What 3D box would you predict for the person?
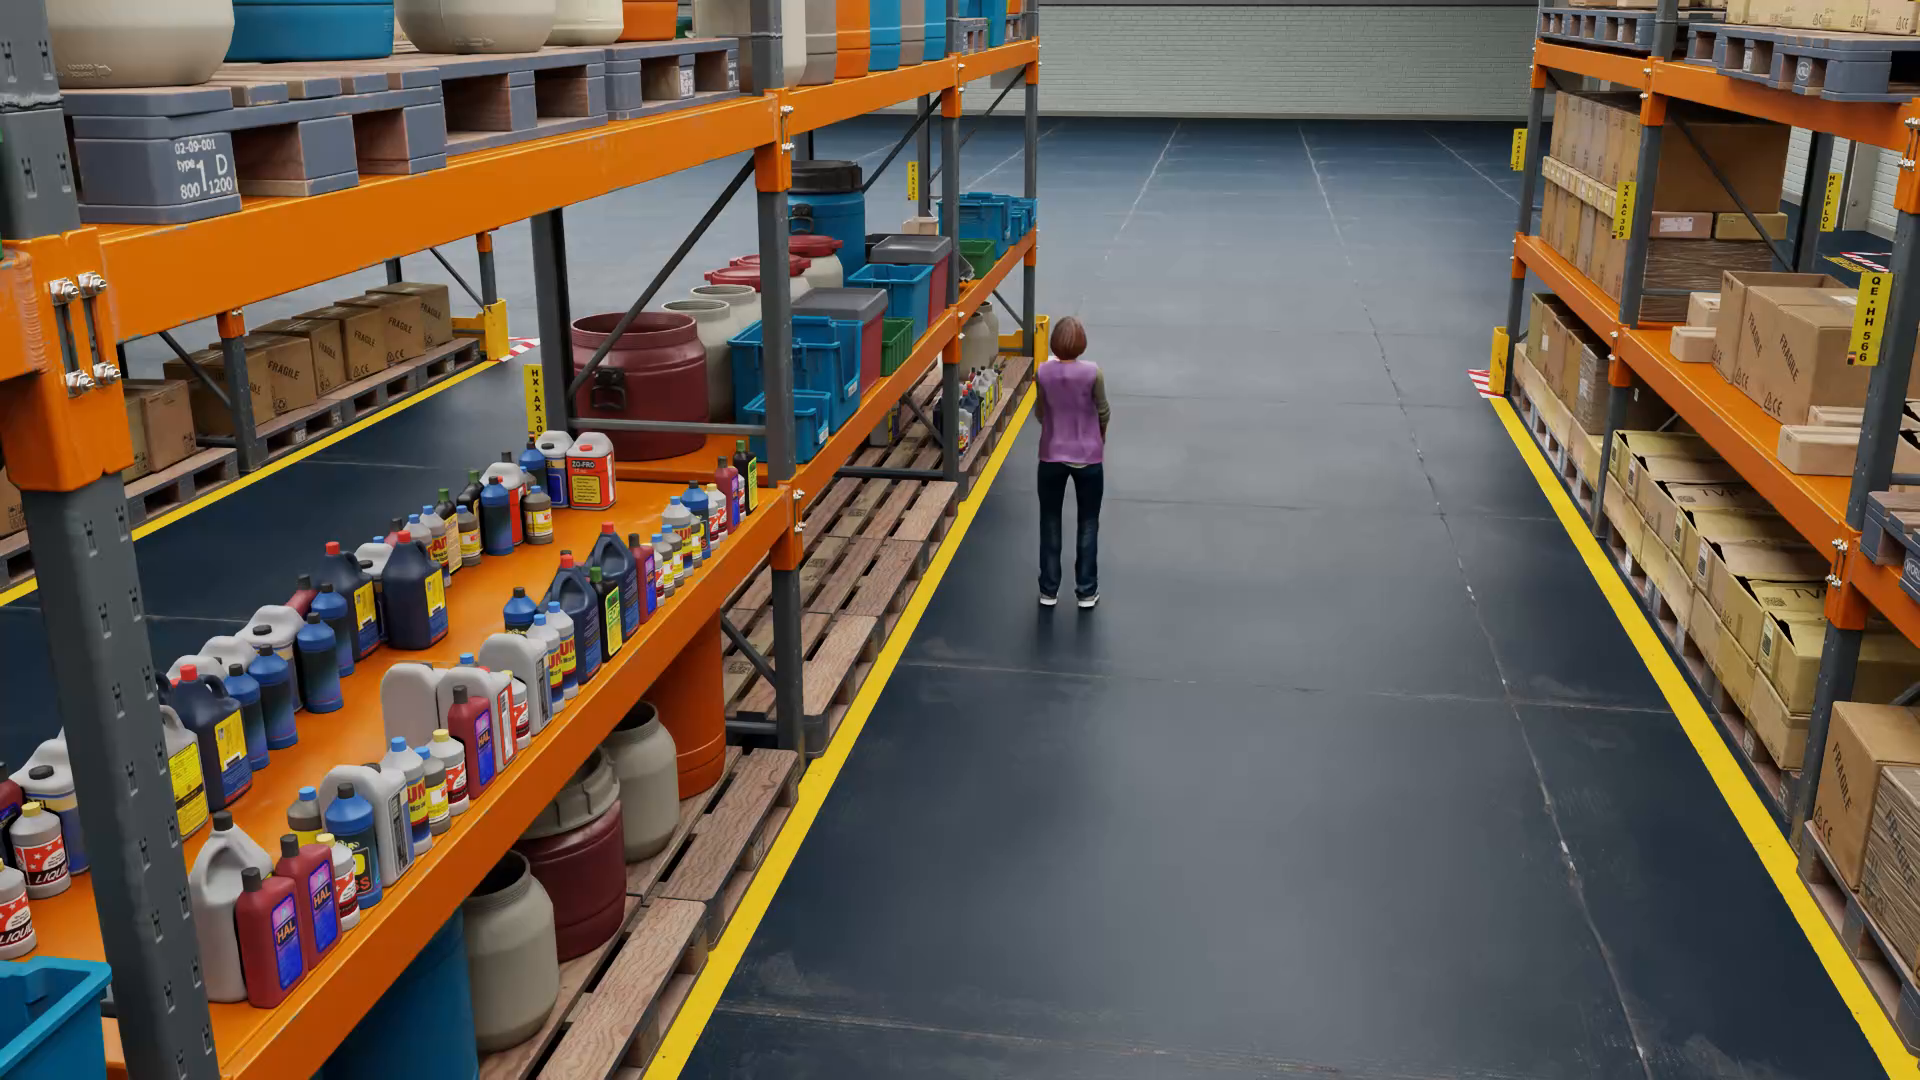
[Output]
[{"bbox_3d":[0.599,-0.440,8.921,0.405,1.589,0.498,3,18,9],"label":"person"}]
